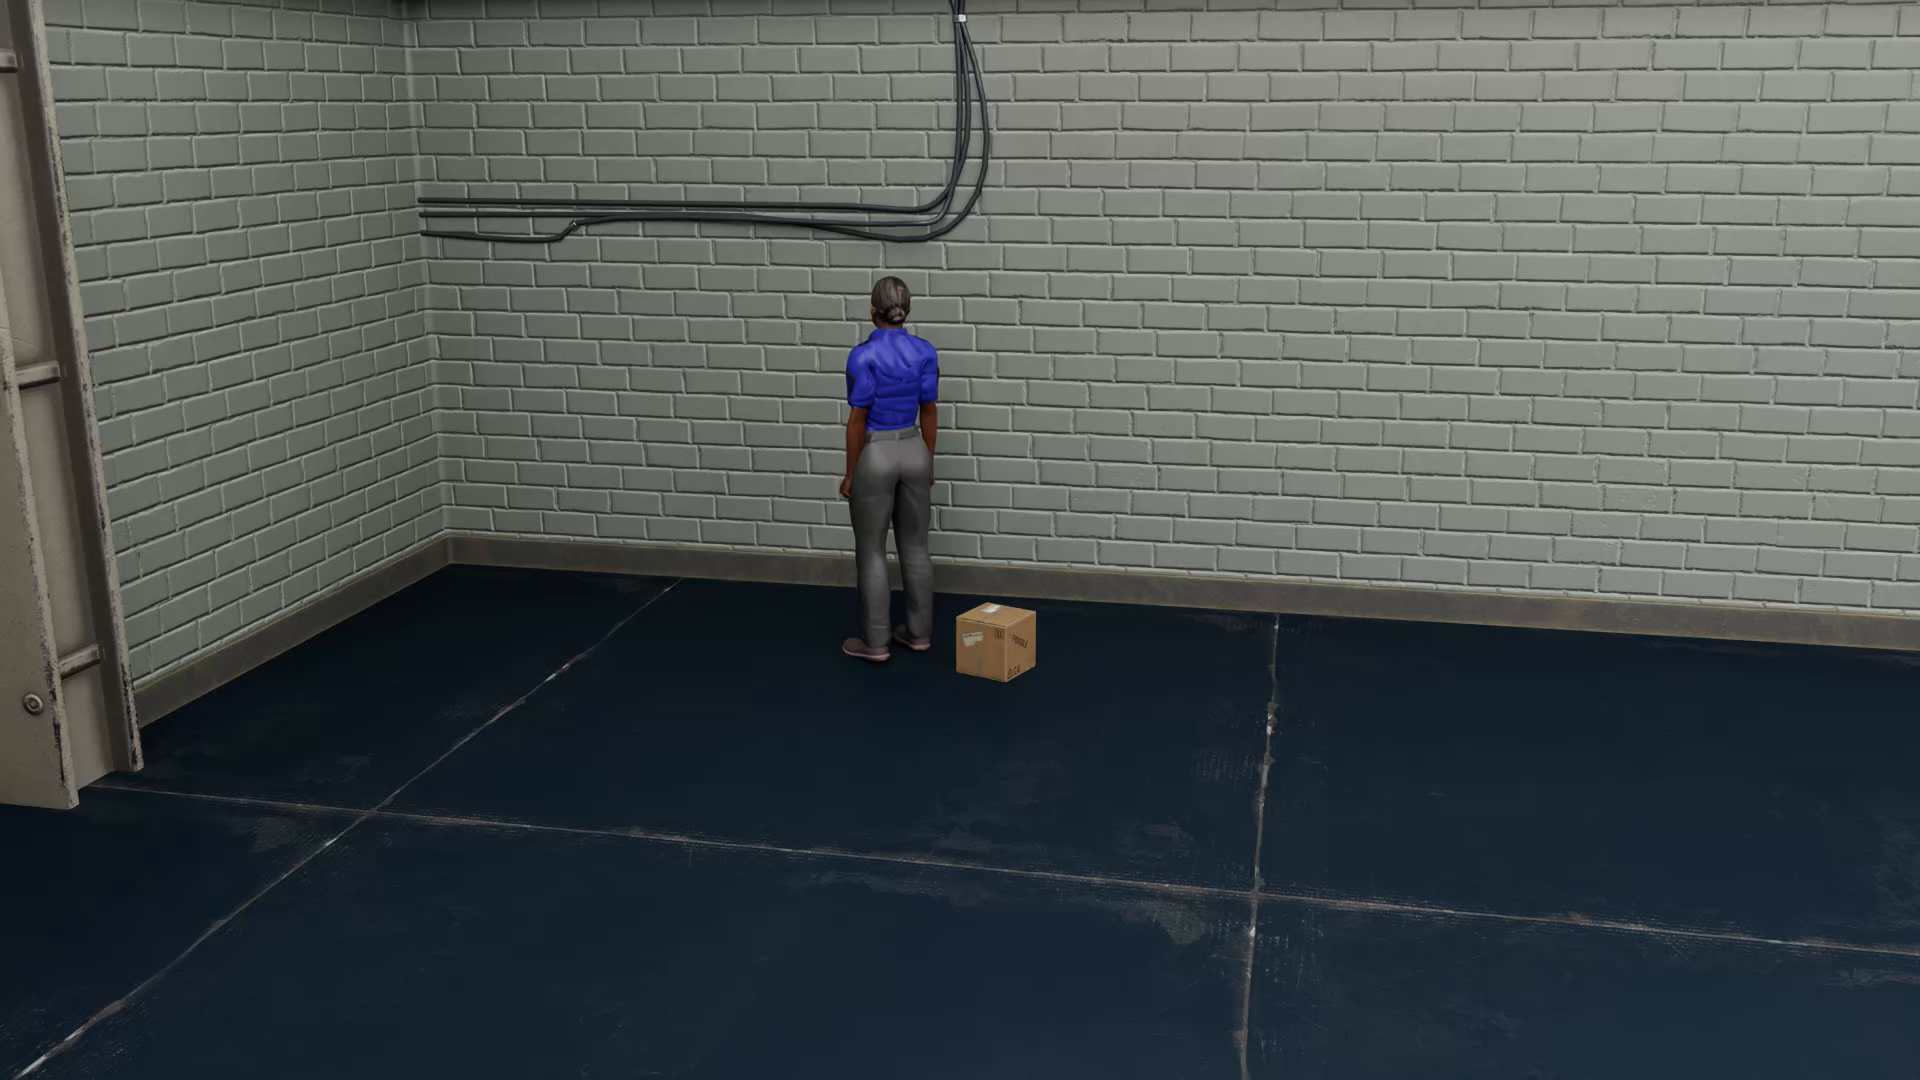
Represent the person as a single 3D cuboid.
[{"bbox_3d":[-0.315,-0.306,7.182,0.443,1.665,0.356,-9,17,-29],"label":"person"}]
